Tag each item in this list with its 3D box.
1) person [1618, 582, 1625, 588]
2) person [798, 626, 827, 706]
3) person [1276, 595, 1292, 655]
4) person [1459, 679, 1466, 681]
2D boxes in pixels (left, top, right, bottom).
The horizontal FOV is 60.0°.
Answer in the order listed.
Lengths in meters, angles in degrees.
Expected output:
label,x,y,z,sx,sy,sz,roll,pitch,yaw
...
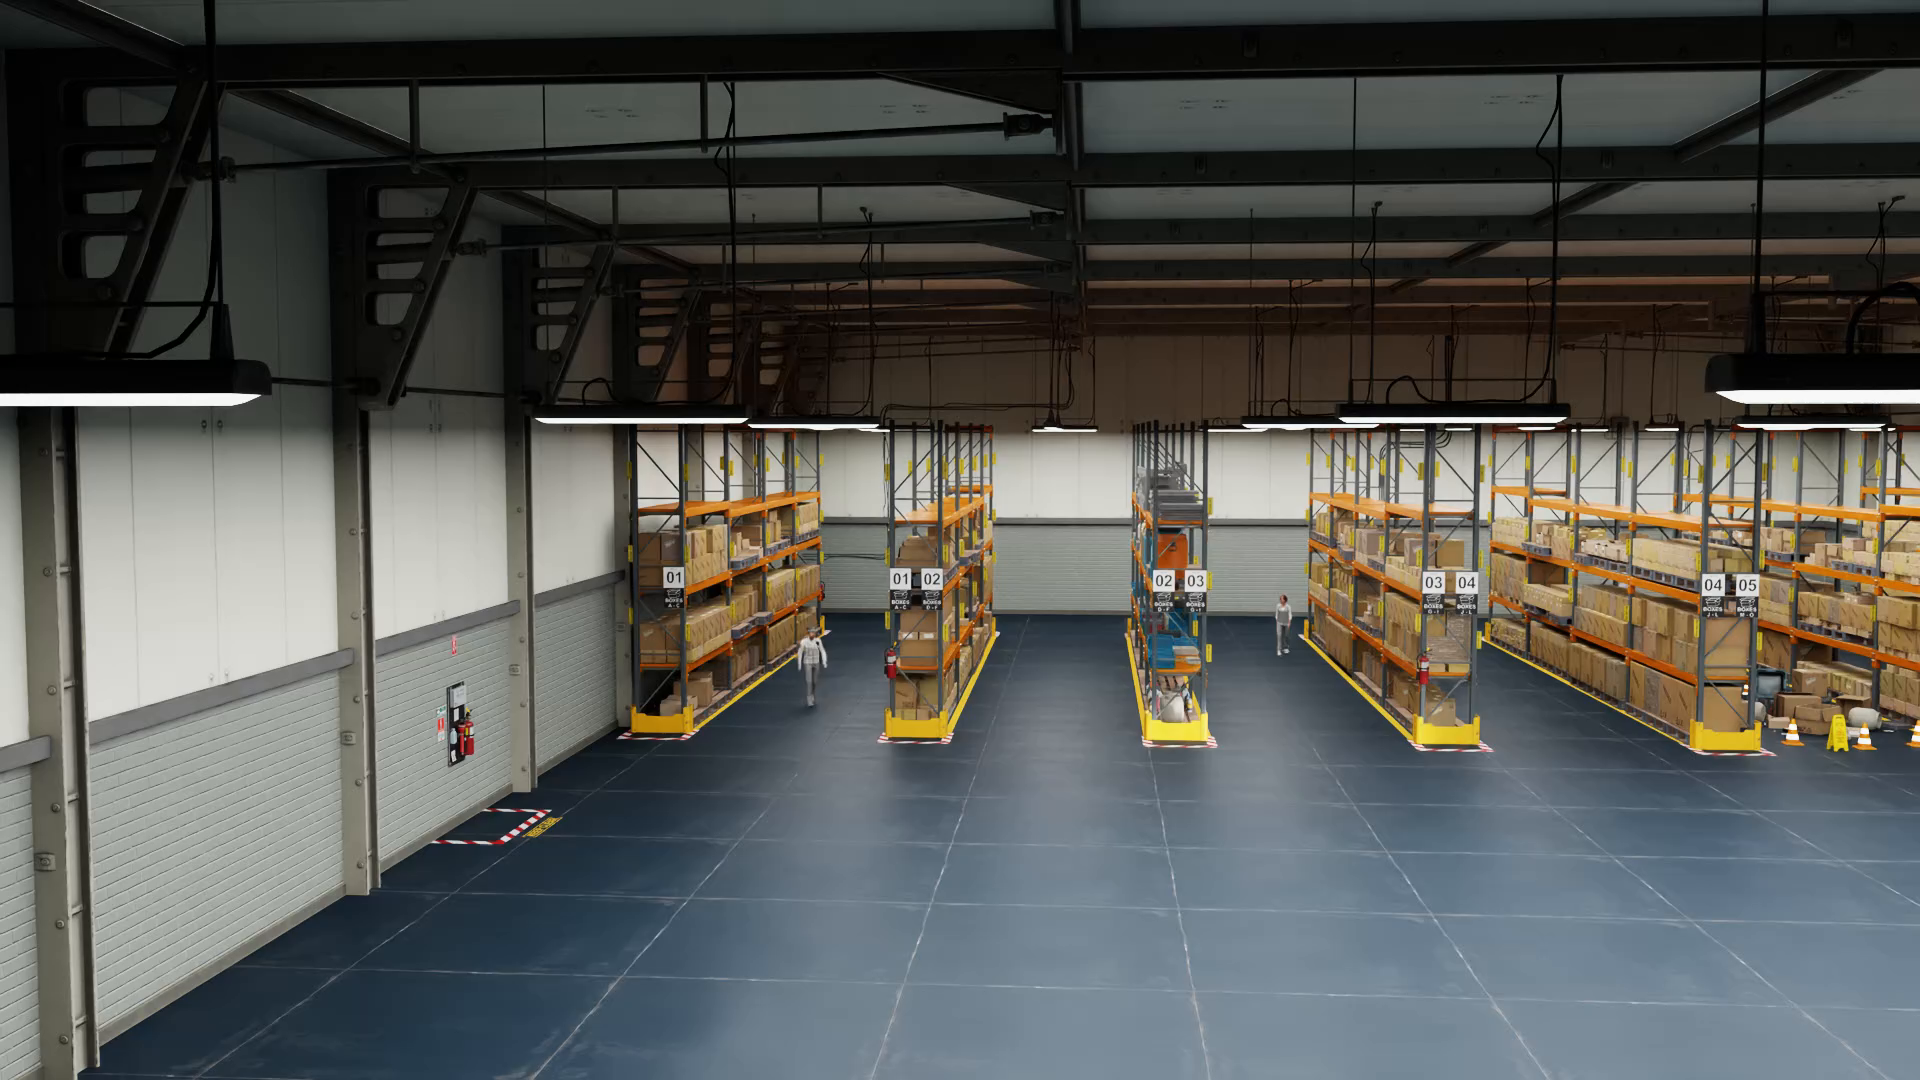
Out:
label,x,y,z,sx,sy,sz,roll,pitch,yaw
person,19.513,1.799,49.142,0.916,1.606,0.480,0,4,-1
person,-3.161,2.654,35.409,0.523,1.670,0.775,-2,4,-24
person,8.399,2.195,43.165,0.427,1.545,0.916,1,4,17
person,11.385,2.418,38.401,0.547,1.709,1.082,1,4,11
